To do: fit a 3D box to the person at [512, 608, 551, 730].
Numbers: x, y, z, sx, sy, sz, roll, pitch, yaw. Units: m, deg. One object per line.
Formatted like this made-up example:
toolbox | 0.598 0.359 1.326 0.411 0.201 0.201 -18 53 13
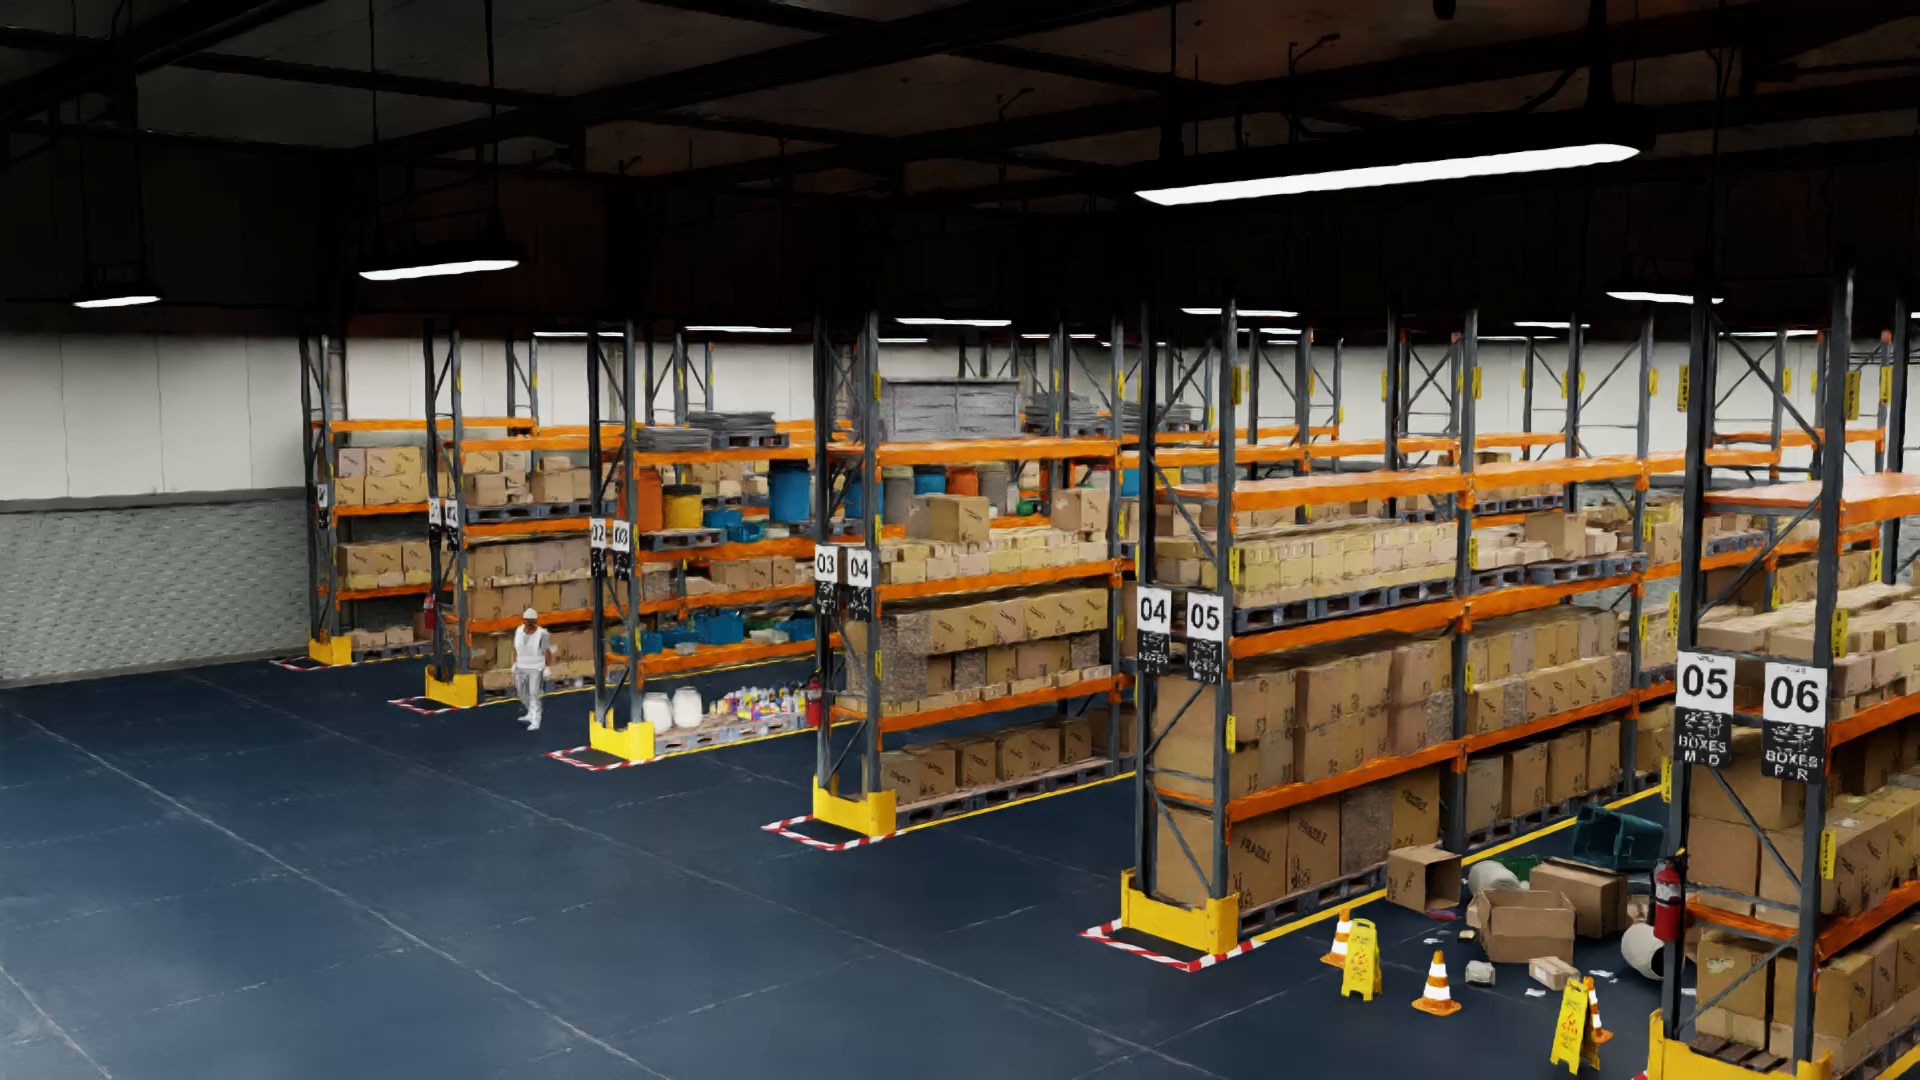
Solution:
person | -6.213 1.850 24.168 0.599 1.772 0.575 1 6 12
